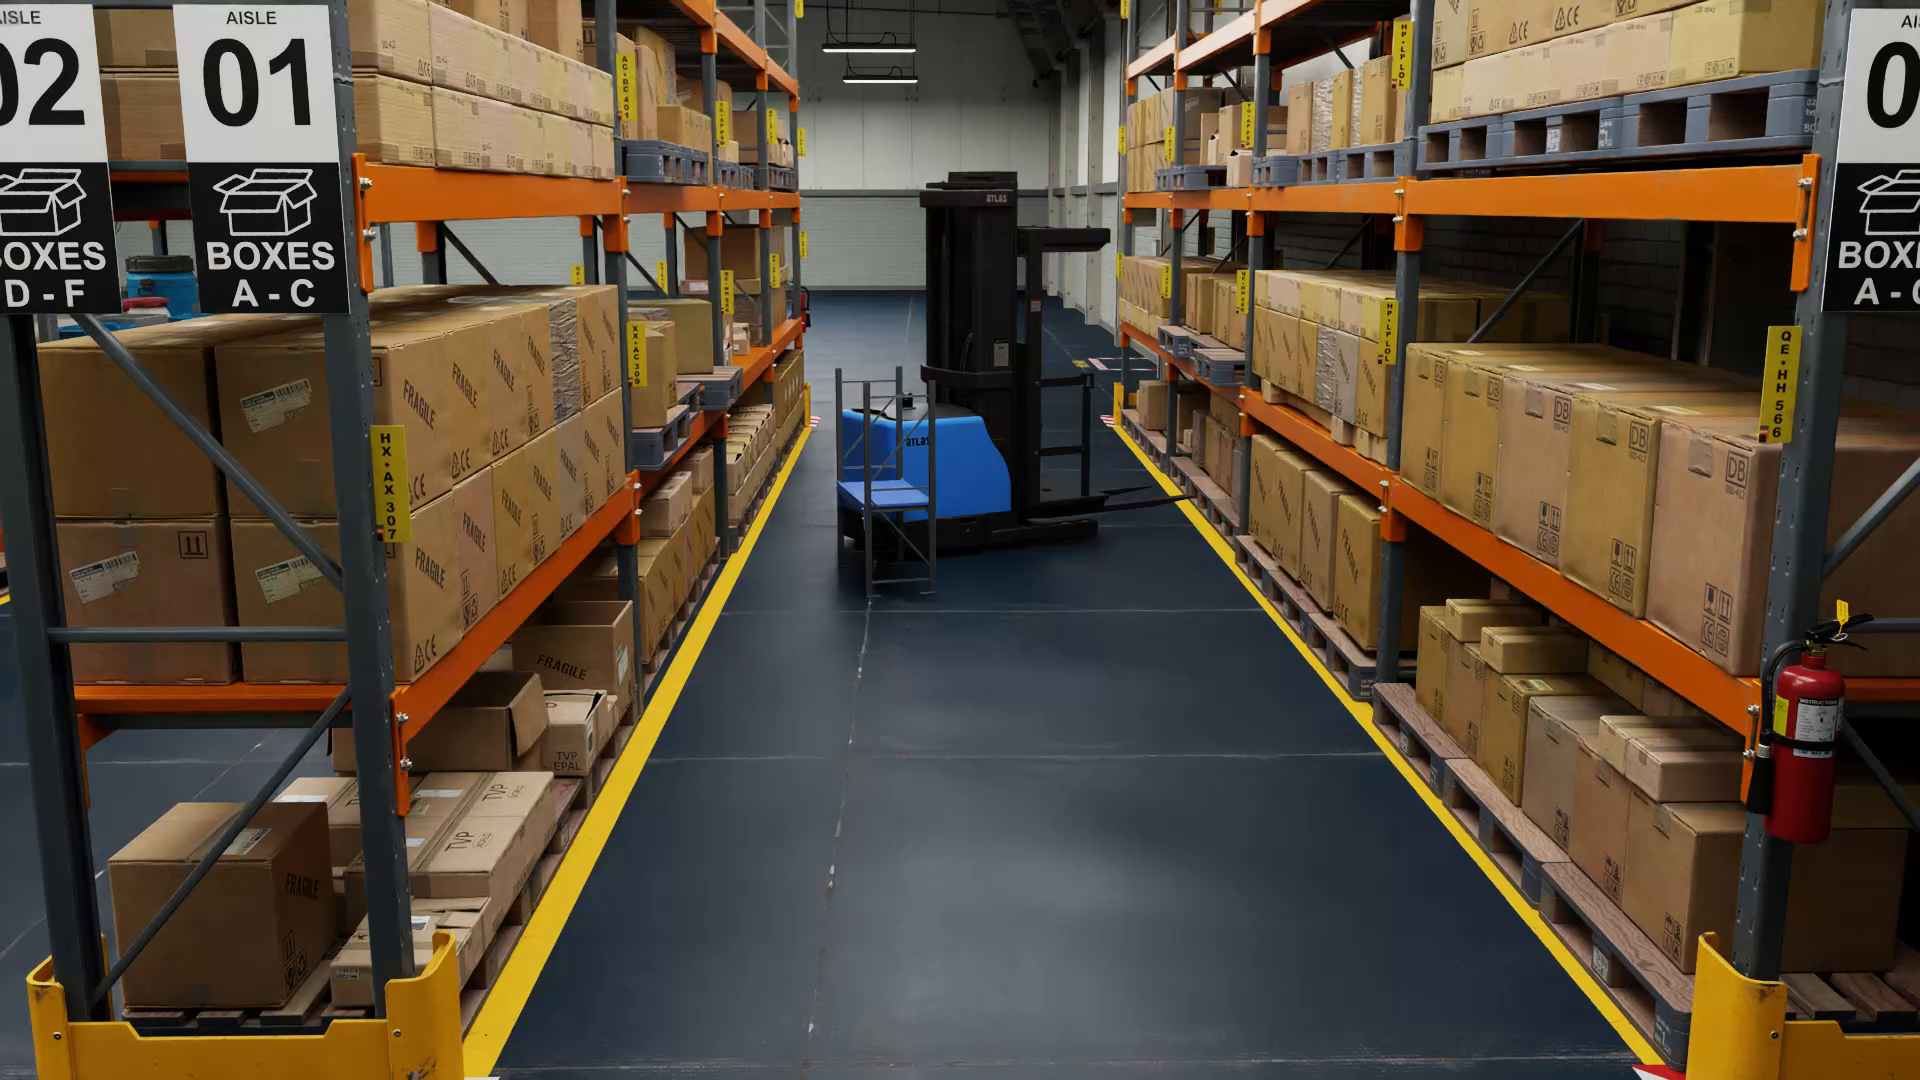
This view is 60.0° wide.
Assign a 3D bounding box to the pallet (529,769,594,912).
[{"bbox_3d":[-2.160,1.224,6.996,1.003,0.211,1.213,0,11,-1],"label":"pallet"}]

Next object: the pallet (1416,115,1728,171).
[{"bbox_3d":[2.758,-1.807,7.603,1.003,0.211,1.213,0,11,-1],"label":"pallet"}]

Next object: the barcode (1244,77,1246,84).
[{"bbox_3d":[2.987,-4.813,17.416,0.001,0.075,0.075,0,11,-1],"label":"barcode"}]

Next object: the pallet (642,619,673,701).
[{"bbox_3d":[-2.256,0.683,9.664,1.003,0.211,1.213,0,11,-1],"label":"pallet"}]

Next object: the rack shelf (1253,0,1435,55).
[{"bbox_3d":[2.710,-3.333,10.169,1.077,0.370,4.000,0,11,-1],"label":"rack shelf"}]

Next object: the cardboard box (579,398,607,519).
[{"bbox_3d":[-1.922,-0.371,7.591,0.500,0.500,0.500,0,11,0],"label":"cardboard box"}]

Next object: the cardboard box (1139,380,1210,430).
[{"bbox_3d":[2.405,-1.522,18.699,0.700,0.500,0.500,-1,12,-5],"label":"cardboard box"}]

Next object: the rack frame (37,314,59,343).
[{"bbox_3d":[-7.236,-1.298,12.413,1.000,3.000,0.127,0,11,-1],"label":"rack frame"}]

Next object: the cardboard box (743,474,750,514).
[{"bbox_3d":[-2.012,-0.381,13.753,0.500,0.250,0.500,-1,11,-3],"label":"cardboard box"}]

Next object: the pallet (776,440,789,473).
[{"bbox_3d":[-2.341,-0.904,17.486,1.003,0.211,1.213,0,11,-1],"label":"pallet"}]

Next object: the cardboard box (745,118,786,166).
[{"bbox_3d":[-2.275,-4.236,17.681,0.797,0.503,0.637,1,12,5],"label":"cardboard box"}]

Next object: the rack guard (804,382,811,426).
[{"bbox_3d":[-2.450,-1.688,20.620,1.175,0.500,0.348,0,11,-1],"label":"rack guard"}]

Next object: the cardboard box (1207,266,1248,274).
[{"bbox_3d":[2.785,-2.532,16.936,0.500,0.500,0.500,-1,11,-2],"label":"cardboard box"}]

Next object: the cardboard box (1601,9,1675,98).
[{"bbox_3d":[2.541,-1.648,5.662,0.500,0.250,0.500,-1,11,-3],"label":"cardboard box"}]

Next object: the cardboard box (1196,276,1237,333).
[{"bbox_3d":[2.567,-2.186,15.432,0.700,0.500,0.500,1,12,5],"label":"cardboard box"}]

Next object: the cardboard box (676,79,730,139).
[{"bbox_3d":[-2.358,-3.847,14.867,0.500,0.500,0.500,1,12,4],"label":"cardboard box"}]

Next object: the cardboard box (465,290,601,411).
[{"bbox_3d":[-1.919,-0.860,7.489,0.500,0.500,0.500,0,11,-2],"label":"cardboard box"}]

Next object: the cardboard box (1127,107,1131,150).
[{"bbox_3d":[2.269,-4.870,19.660,0.500,0.500,0.500,-1,12,-5],"label":"cardboard box"}]

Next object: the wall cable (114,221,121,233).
[{"bbox_3d":[-27.469,-10.637,51.166,3.097,2.526,0.112,0,11,-1],"label":"wall cable"}]

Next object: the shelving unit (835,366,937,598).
[{"bbox_3d":[-0.545,-0.446,11.987,0.538,1.500,1.048,-3,12,-15],"label":"shelving unit"}]

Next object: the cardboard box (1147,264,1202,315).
[{"bbox_3d":[2.251,-2.630,17.417,0.500,0.500,0.500,0,11,-1],"label":"cardboard box"}]

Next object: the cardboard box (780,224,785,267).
[{"bbox_3d":[-2.451,-3.489,19.700,0.700,0.500,0.500,0,11,-1],"label":"cardboard box"}]

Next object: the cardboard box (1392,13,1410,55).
[{"bbox_3d":[2.838,-2.931,9.673,0.500,0.250,0.500,-1,11,-3],"label":"cardboard box"}]

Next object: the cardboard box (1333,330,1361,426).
[{"bbox_3d":[2.469,-0.940,9.600,0.500,0.500,0.500,0,11,-1],"label":"cardboard box"}]

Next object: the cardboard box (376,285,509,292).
[{"bbox_3d":[-2.473,-0.967,8.013,0.500,0.500,0.500,0,11,0],"label":"cardboard box"}]

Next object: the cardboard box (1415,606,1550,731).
[{"bbox_3d":[2.664,0.625,8.166,0.700,0.500,0.500,0,11,0],"label":"cardboard box"}]

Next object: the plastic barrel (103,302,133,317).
[{"bbox_3d":[-7.503,-1.823,14.658,0.433,0.535,0.433,0,11,0],"label":"plastic barrel"}]

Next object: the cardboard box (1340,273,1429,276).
[{"bbox_3d":[2.944,-1.719,11.551,0.500,0.250,0.500,-1,11,-3],"label":"cardboard box"}]

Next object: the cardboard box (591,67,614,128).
[{"bbox_3d":[-1.920,-2.069,7.786,0.500,0.250,0.500,0,11,-1],"label":"cardboard box"}]

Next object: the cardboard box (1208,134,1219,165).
[{"bbox_3d":[2.530,-3.535,15.061,0.500,0.311,0.500,0,11,1],"label":"cardboard box"}]

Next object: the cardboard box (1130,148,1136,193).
[{"bbox_3d":[2.236,-4.283,19.282,0.500,0.500,0.500,1,11,3],"label":"cardboard box"}]

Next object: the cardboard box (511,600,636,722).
[{"bbox_3d":[-1.906,0.599,8.242,0.500,0.500,0.500,0,11,-1],"label":"cardboard box"}]

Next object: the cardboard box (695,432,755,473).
[{"bbox_3d":[-2.029,-0.762,14.219,0.500,0.311,0.500,-1,11,-3],"label":"cardboard box"}]

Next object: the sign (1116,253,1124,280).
[{"bbox_3d":[1.961,-3.351,20.355,0.100,0.325,0.005,0,11,-1],"label":"sign"}]

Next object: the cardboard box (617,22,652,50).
[{"bbox_3d":[-2.260,-3.037,10.675,0.500,0.500,0.500,0,11,-1],"label":"cardboard box"}]

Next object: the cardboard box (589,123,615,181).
[{"bbox_3d":[-1.925,-1.823,7.836,0.500,0.250,0.500,0,11,-1],"label":"cardboard box"}]

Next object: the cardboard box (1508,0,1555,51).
[{"bbox_3d":[2.518,-2.219,6.593,0.500,0.500,0.500,0,11,-1],"label":"cardboard box"}]

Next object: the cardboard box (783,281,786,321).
[{"bbox_3d":[-2.452,-2.864,19.881,0.700,0.500,0.500,0,11,-1],"label":"cardboard box"}]

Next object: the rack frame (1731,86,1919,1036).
[{"bbox_3d":[2.834,0.252,4.775,1.000,3.000,0.127,0,11,-1],"label":"rack frame"}]

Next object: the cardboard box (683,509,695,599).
[{"bbox_3d":[-2.003,0.084,10.782,0.500,0.500,0.500,-1,11,-3],"label":"cardboard box"}]

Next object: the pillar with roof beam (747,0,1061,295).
[{"bbox_3d":[-1.541,-11.679,48.495,9.100,9.000,0.548,0,11,-1],"label":"pillar with roof beam"}]

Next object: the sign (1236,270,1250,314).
[{"bbox_3d":[2.126,-1.863,12.486,0.100,0.325,0.005,0,11,-1],"label":"sign"}]

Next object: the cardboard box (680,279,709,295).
[{"bbox_3d":[-2.586,-2.533,16.617,0.380,0.149,0.250,0,11,-1],"label":"cardboard box"}]

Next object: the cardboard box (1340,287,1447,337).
[{"bbox_3d":[2.485,-1.309,9.532,0.500,0.250,0.500,0,11,0],"label":"cardboard box"}]

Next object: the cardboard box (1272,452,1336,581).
[{"bbox_3d":[2.564,-0.170,11.204,0.750,0.750,0.750,0,11,-1],"label":"cardboard box"}]

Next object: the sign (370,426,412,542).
[{"bbox_3d":[-1.576,-0.154,4.596,0.100,0.325,0.005,0,11,-1],"label":"sign"}]

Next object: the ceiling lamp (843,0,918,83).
[{"bbox_3d":[-2.117,-13.769,44.115,2.000,3.185,0.800,0,11,-1],"label":"ceiling lamp"}]

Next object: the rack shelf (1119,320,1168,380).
[{"bbox_3d":[2.545,-2.179,18.564,1.077,0.370,4.000,0,11,-1],"label":"rack shelf"}]

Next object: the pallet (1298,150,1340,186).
[{"bbox_3d":[2.761,-2.366,10.609,1.003,0.211,1.213,0,11,1],"label":"pallet"}]

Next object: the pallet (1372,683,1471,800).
[{"bbox_3d":[2.689,0.974,8.225,1.003,0.211,1.213,0,11,-1],"label":"pallet"}]

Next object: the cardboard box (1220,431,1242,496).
[{"bbox_3d":[2.669,-0.674,14.516,0.700,0.500,0.500,0,11,-1],"label":"cardboard box"}]

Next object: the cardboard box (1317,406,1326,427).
[{"bbox_3d":[2.485,-0.802,10.549,0.380,0.149,0.250,0,11,1],"label":"cardboard box"}]

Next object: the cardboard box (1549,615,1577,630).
[{"bbox_3d":[2.879,0.434,7.473,0.380,0.149,0.250,-1,11,-3],"label":"cardboard box"}]

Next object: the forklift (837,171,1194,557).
[{"bbox_3d":[0.540,-1.499,13.574,3.031,2.935,1.130,-7,13,-29],"label":"forklift"}]

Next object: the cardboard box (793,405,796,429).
[{"bbox_3d":[-2.100,-1.363,18.591,0.500,0.250,0.500,0,11,-1],"label":"cardboard box"}]

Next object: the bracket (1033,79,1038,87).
[{"bbox_3d":[2.350,-14.013,50.946,0.235,0.232,0.430,0,11,-1],"label":"bracket"}]

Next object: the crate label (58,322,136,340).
[{"bbox_3d":[-6.986,-1.514,13.388,0.502,0.435,0.616,0,11,-1],"label":"crate label"}]

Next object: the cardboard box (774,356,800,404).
[{"bbox_3d":[-2.105,-1.830,19.006,0.500,0.500,0.500,0,11,-1],"label":"cardboard box"}]

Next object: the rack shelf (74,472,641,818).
[{"bbox_3d":[-2.160,0.228,6.702,1.077,0.370,4.000,0,11,-1],"label":"rack shelf"}]
